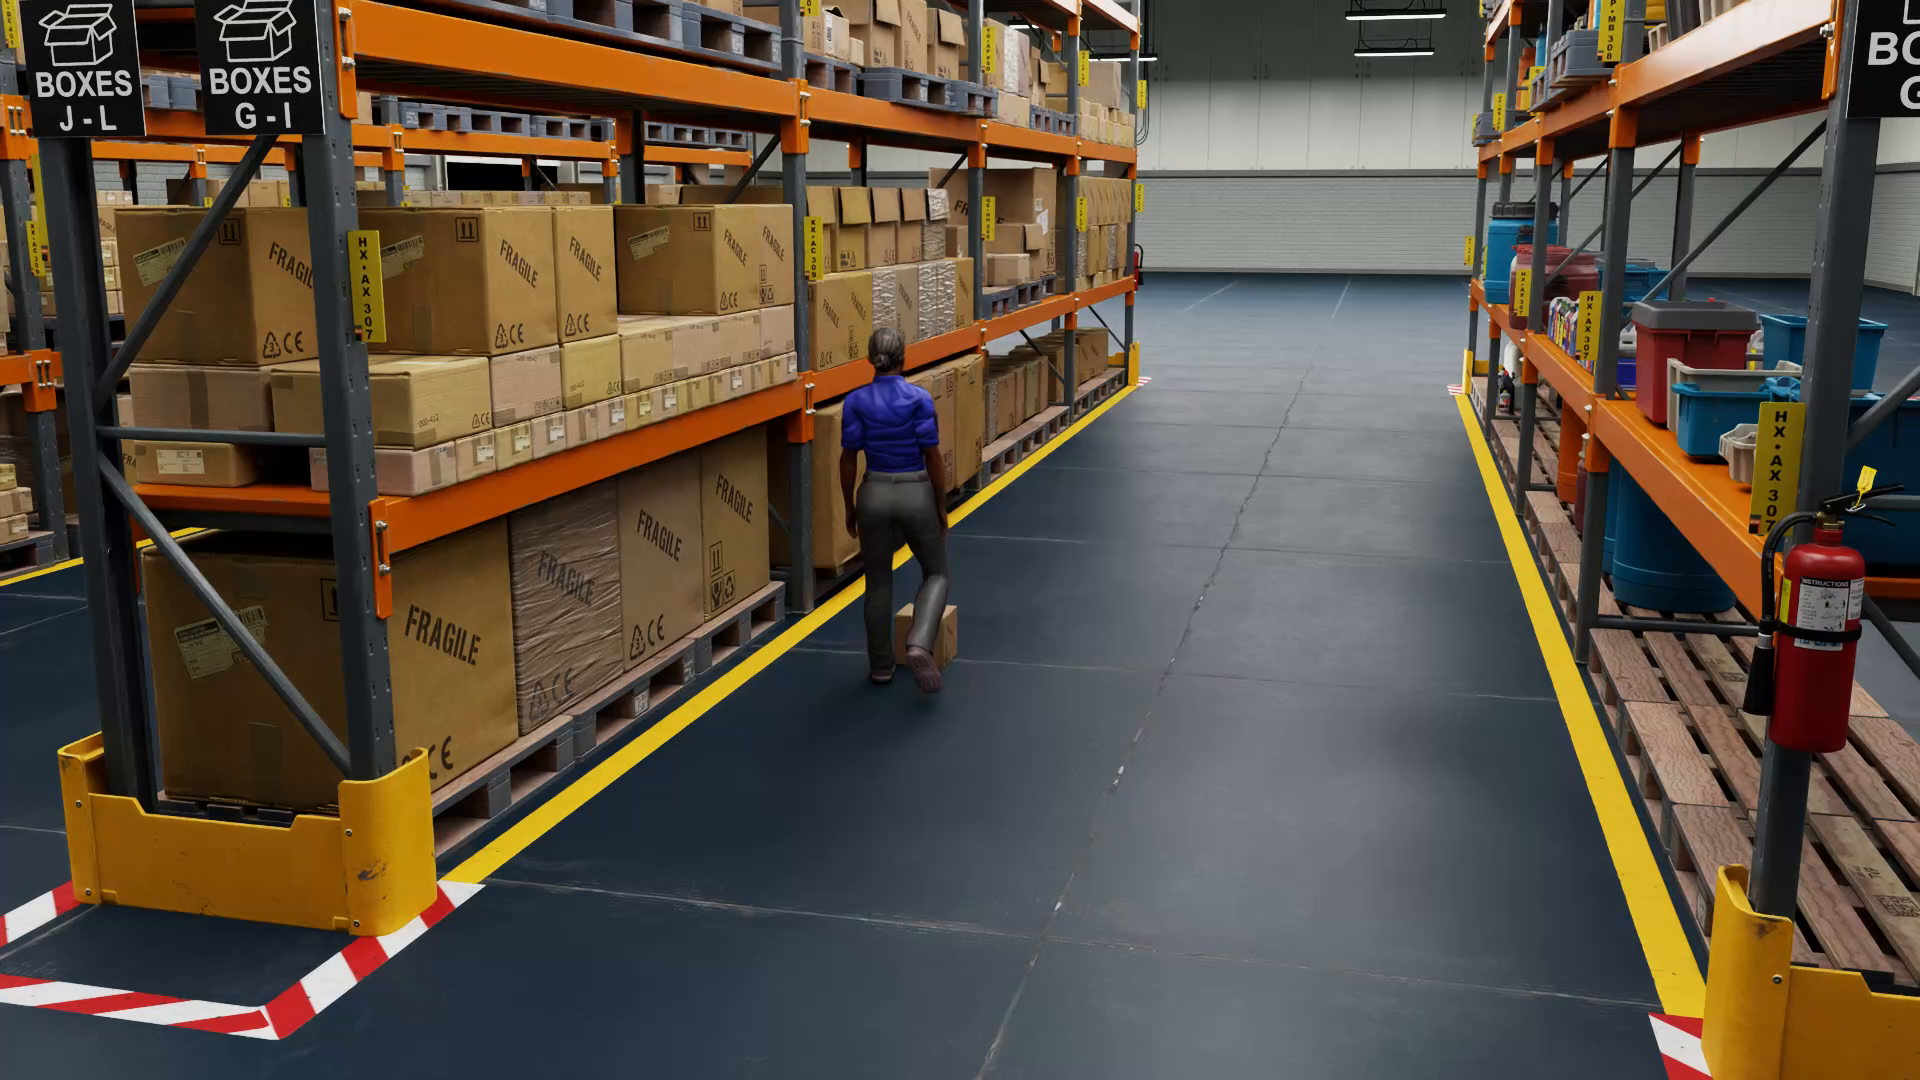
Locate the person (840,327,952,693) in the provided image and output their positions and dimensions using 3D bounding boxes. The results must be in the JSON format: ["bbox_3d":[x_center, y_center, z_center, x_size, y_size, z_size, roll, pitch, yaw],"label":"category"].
[{"bbox_3d":[-0.295,-0.139,7.577,0.496,1.663,0.564,1,12,6],"label":"person"}]
